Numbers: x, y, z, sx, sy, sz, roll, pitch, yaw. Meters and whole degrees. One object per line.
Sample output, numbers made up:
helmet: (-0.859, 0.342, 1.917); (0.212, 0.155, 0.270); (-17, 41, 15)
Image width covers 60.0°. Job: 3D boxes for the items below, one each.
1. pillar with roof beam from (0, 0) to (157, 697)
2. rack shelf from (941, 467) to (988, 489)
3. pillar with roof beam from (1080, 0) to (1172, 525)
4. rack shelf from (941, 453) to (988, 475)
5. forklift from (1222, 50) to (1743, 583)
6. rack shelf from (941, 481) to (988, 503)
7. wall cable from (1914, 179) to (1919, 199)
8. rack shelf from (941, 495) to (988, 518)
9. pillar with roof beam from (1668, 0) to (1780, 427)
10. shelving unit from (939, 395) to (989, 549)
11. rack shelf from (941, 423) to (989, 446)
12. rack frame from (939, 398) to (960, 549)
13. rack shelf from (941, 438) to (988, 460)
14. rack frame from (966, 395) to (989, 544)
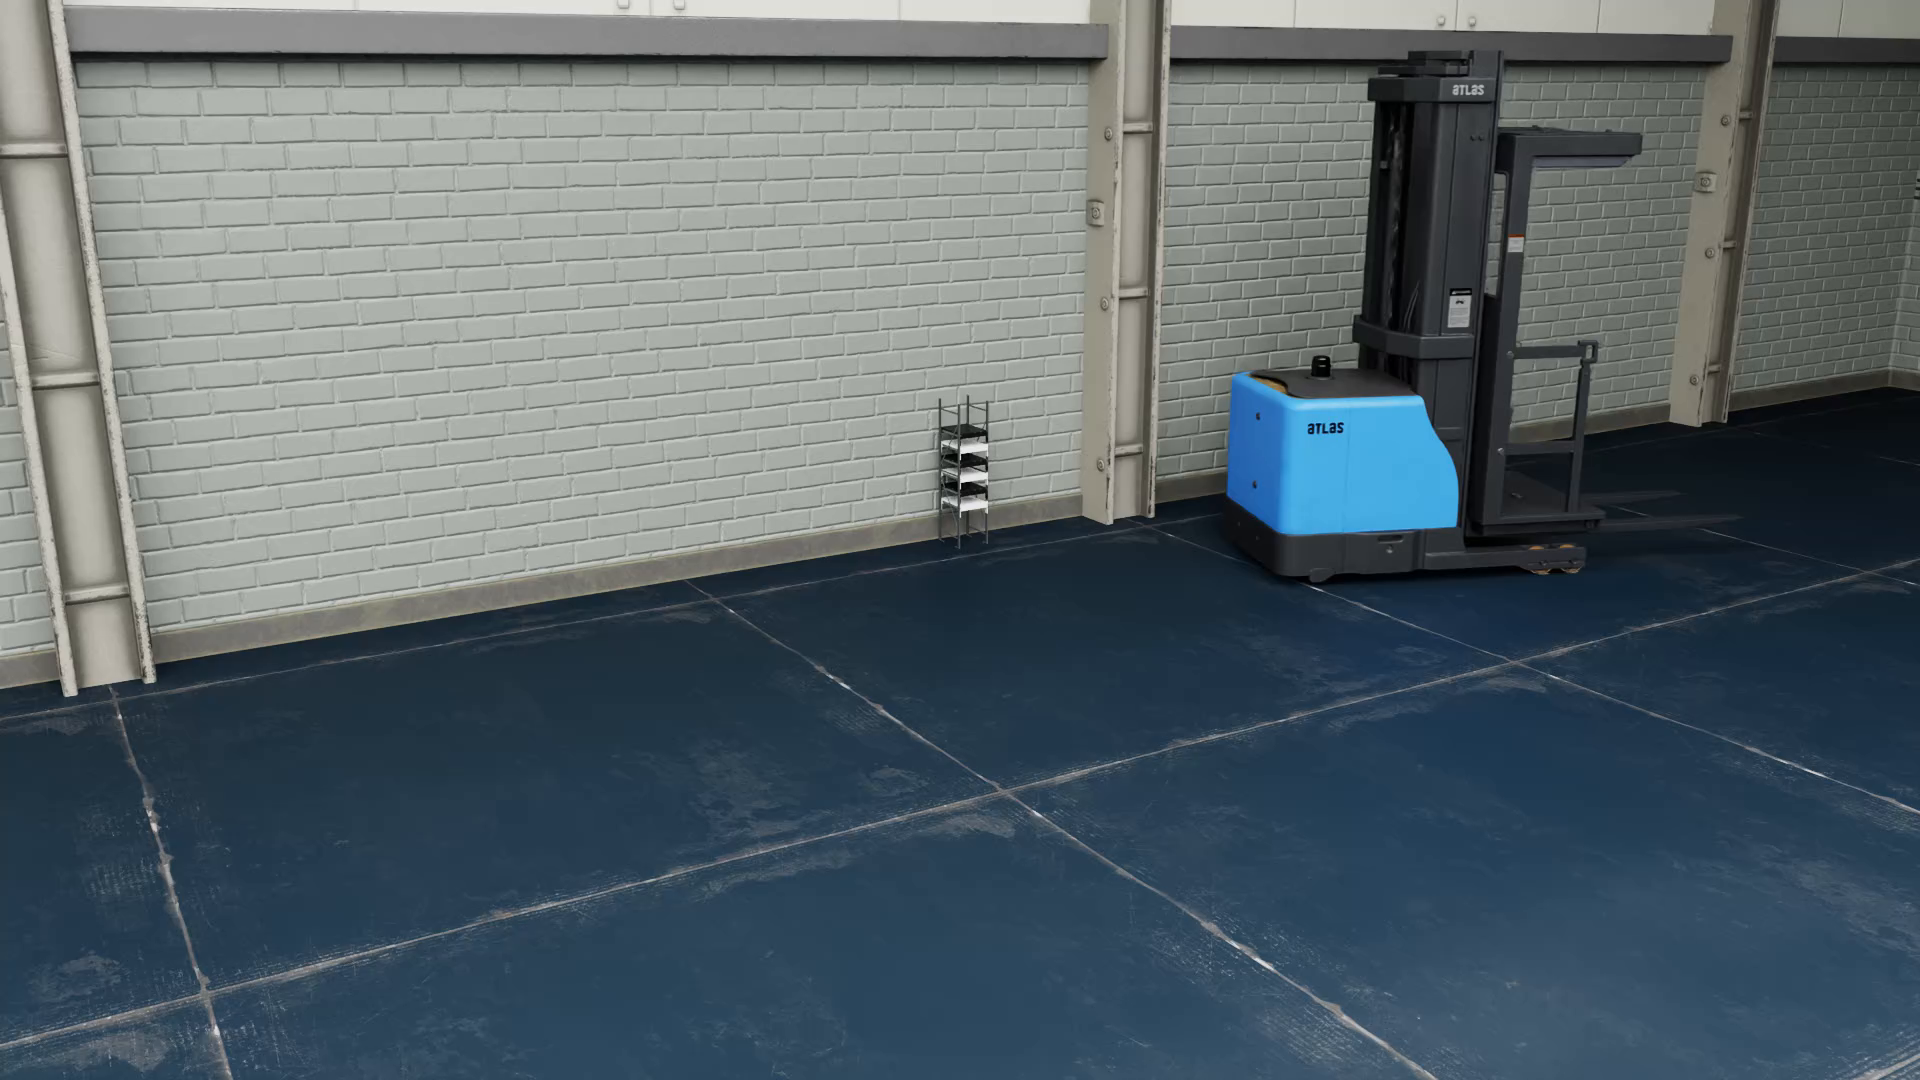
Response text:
pillar with roof beam: (-1.887, -2.665, 3.244); (0.400, 9.000, 9.100); (-9, 18, -30)
rack shelf: (0.021, -0.389, 10.254); (0.200, 0.077, 0.258); (-10, 18, -31)
pillar with roof beam: (3.257, -3.499, 6.220); (0.400, 9.000, 9.100); (-9, 18, -30)
rack shelf: (0.021, -0.476, 10.229); (0.200, 0.077, 0.258); (-10, 18, -31)
forklift: (3.193, -1.344, 9.775); (3.031, 2.935, 1.130); (-3, 16, -10)
rack shelf: (0.021, -0.303, 10.278); (0.200, 0.077, 0.258); (-10, 18, -31)
wall cable: (9.389, -3.937, 13.537); (0.112, 2.526, 3.097); (-9, 18, -30)
rack shelf: (0.021, -0.216, 10.303); (0.200, 0.077, 0.258); (-10, 18, -31)
pillar with roof beam: (8.400, -4.333, 9.195); (0.400, 9.000, 9.100); (-9, 18, -30)
shelving unit: (0.021, -0.421, 10.245); (0.210, 0.900, 0.258); (-10, 18, -31)
rack shelf: (0.021, -0.649, 10.181); (0.200, 0.077, 0.258); (-10, 18, -31)
rack frame: (-0.065, -0.407, 10.193); (0.006, 0.900, 0.240); (-10, 18, -31)
rack shelf: (0.021, -0.562, 10.205); (0.200, 0.077, 0.258); (-10, 18, -31)
rack frame: (0.107, -0.436, 10.297); (0.006, 0.900, 0.240); (-10, 18, -31)
